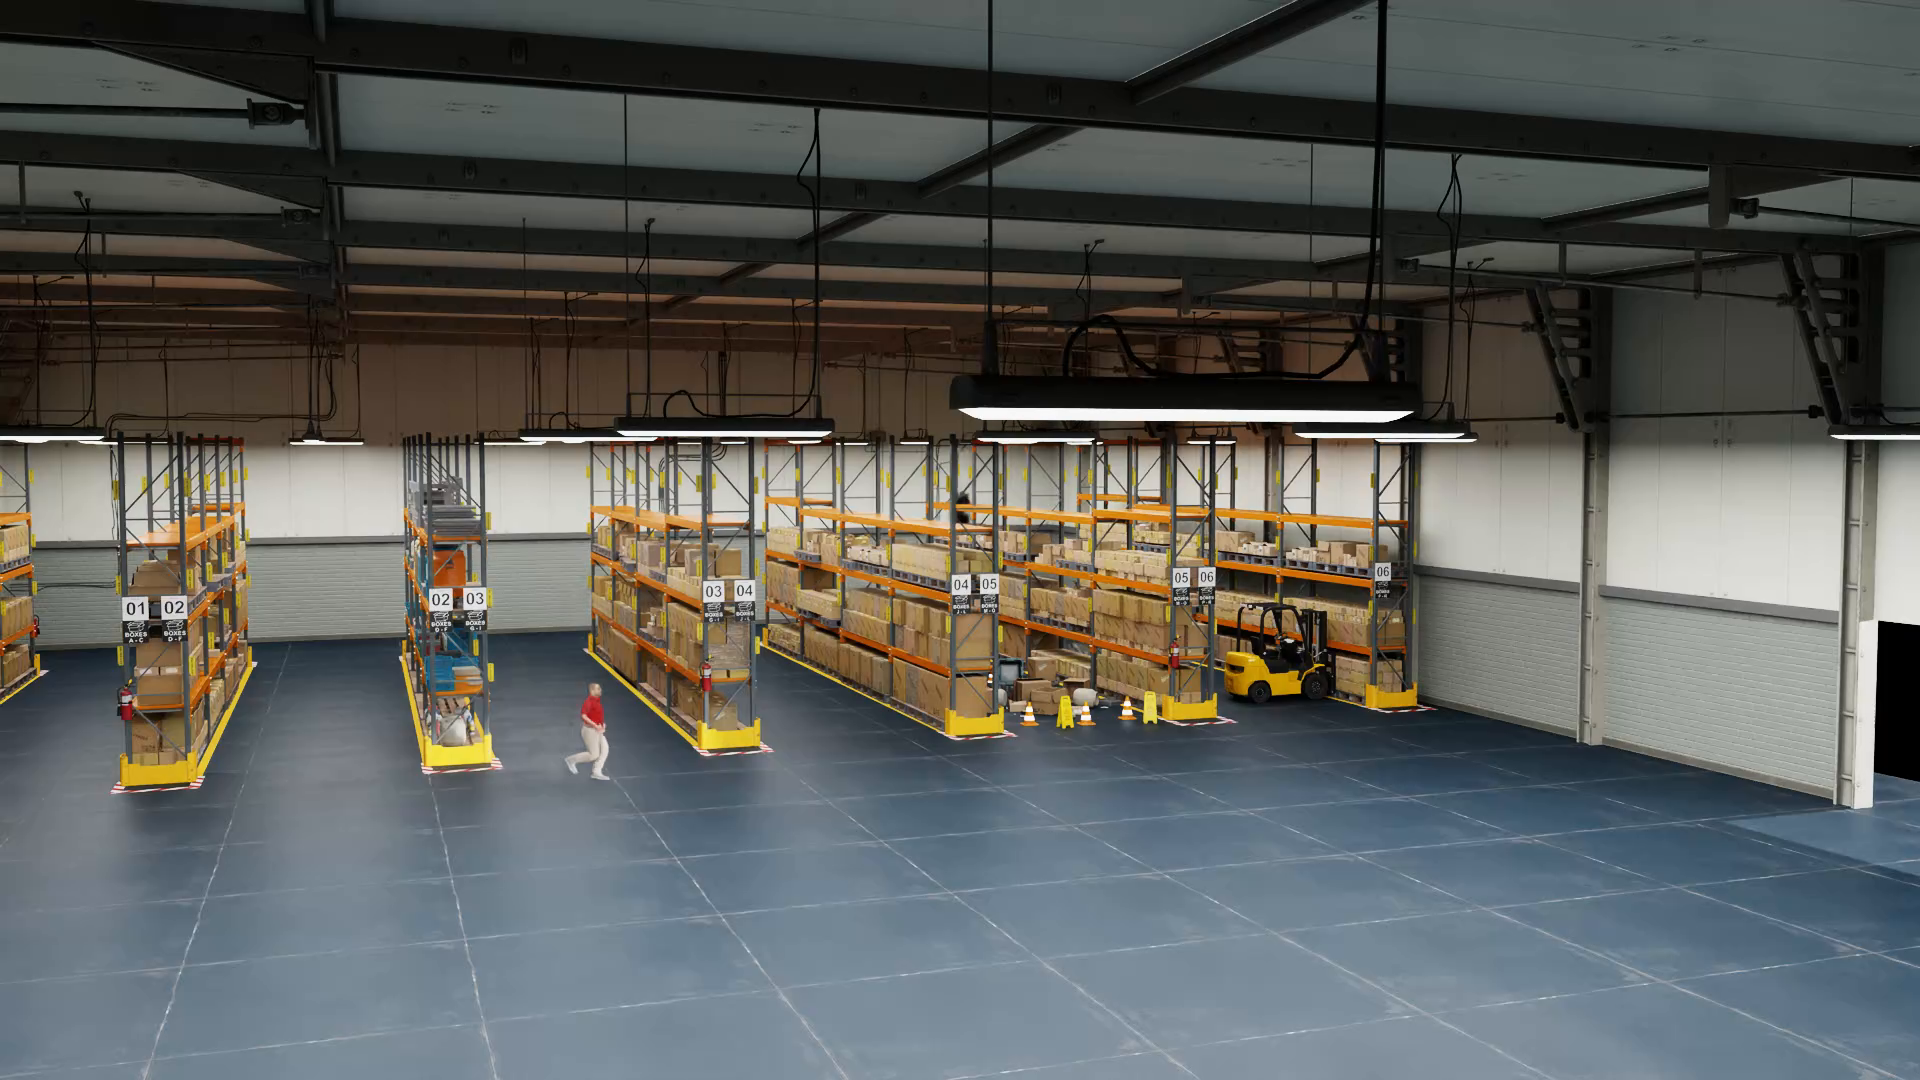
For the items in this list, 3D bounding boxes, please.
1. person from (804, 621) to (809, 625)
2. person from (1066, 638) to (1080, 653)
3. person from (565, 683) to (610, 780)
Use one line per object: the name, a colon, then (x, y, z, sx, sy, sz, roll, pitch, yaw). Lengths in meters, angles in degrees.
person: (-4.587, 1.807, 50.046, 0.581, 1.744, 0.696, -1, 3, -25)
person: (3.030, 2.475, 44.656, 0.546, 1.562, 0.496, -1, 3, -25)
person: (-6.403, 3.301, 28.659, 0.749, 1.691, 0.653, 0, 3, 4)
